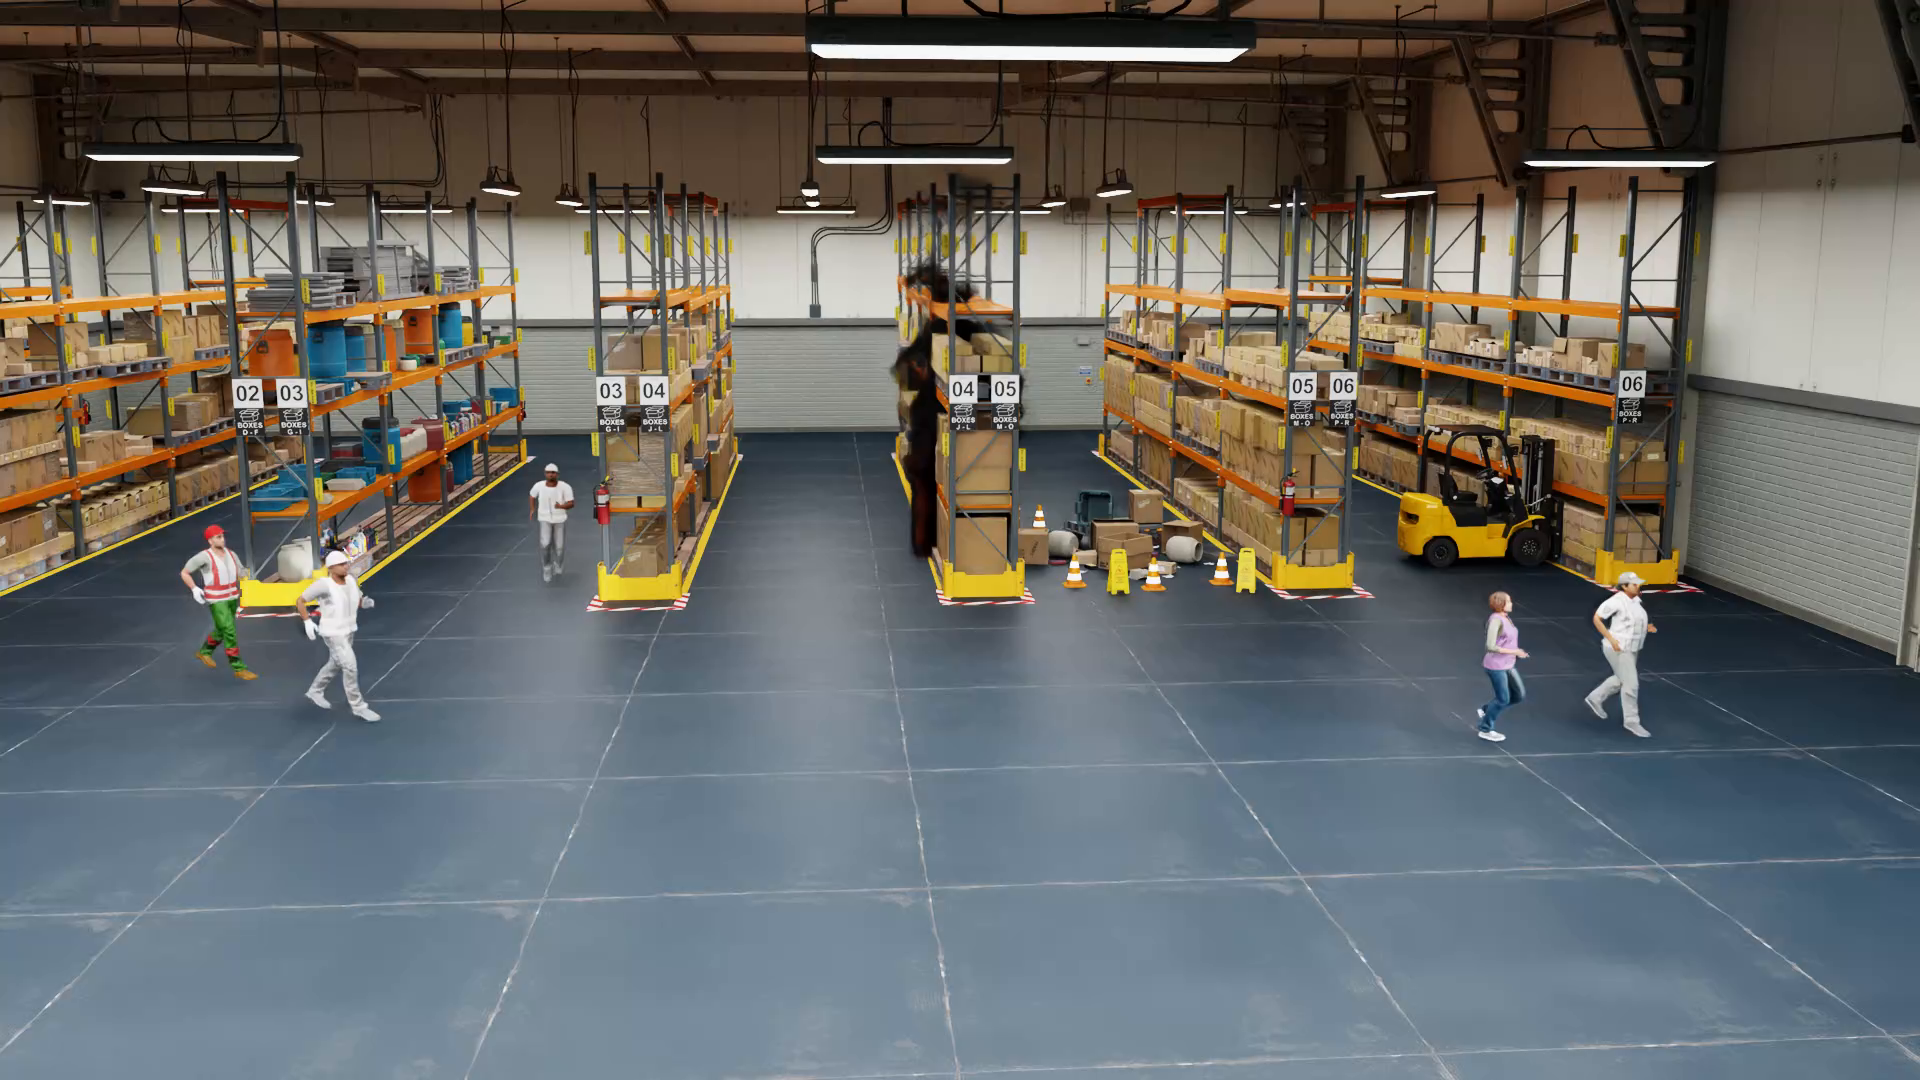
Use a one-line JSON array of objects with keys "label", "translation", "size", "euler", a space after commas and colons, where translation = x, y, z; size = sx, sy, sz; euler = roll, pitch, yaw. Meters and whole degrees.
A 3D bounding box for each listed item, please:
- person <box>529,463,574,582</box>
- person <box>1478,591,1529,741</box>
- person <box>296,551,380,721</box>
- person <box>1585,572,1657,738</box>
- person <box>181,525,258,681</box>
[{"label": "person", "translation": [-6.166, -0.262, 25.138], "size": [0.671, 1.801, 0.728], "euler": [-2, 10, -12]}, {"label": "person", "translation": [5.539, 1.288, 16.894], "size": [0.528, 1.556, 0.526], "euler": [7, 12, 36]}, {"label": "person", "translation": [-6.633, 1.003, 17.724], "size": [0.957, 1.802, 0.674], "euler": [3, 10, 15]}, {"label": "person", "translation": [6.914, 1.155, 17.388], "size": [0.602, 1.689, 0.813], "euler": [-9, 13, -41]}, {"label": "person", "translation": [-8.603, 0.707, 19.370], "size": [0.991, 1.782, 0.659], "euler": [4, 11, 19]}]
